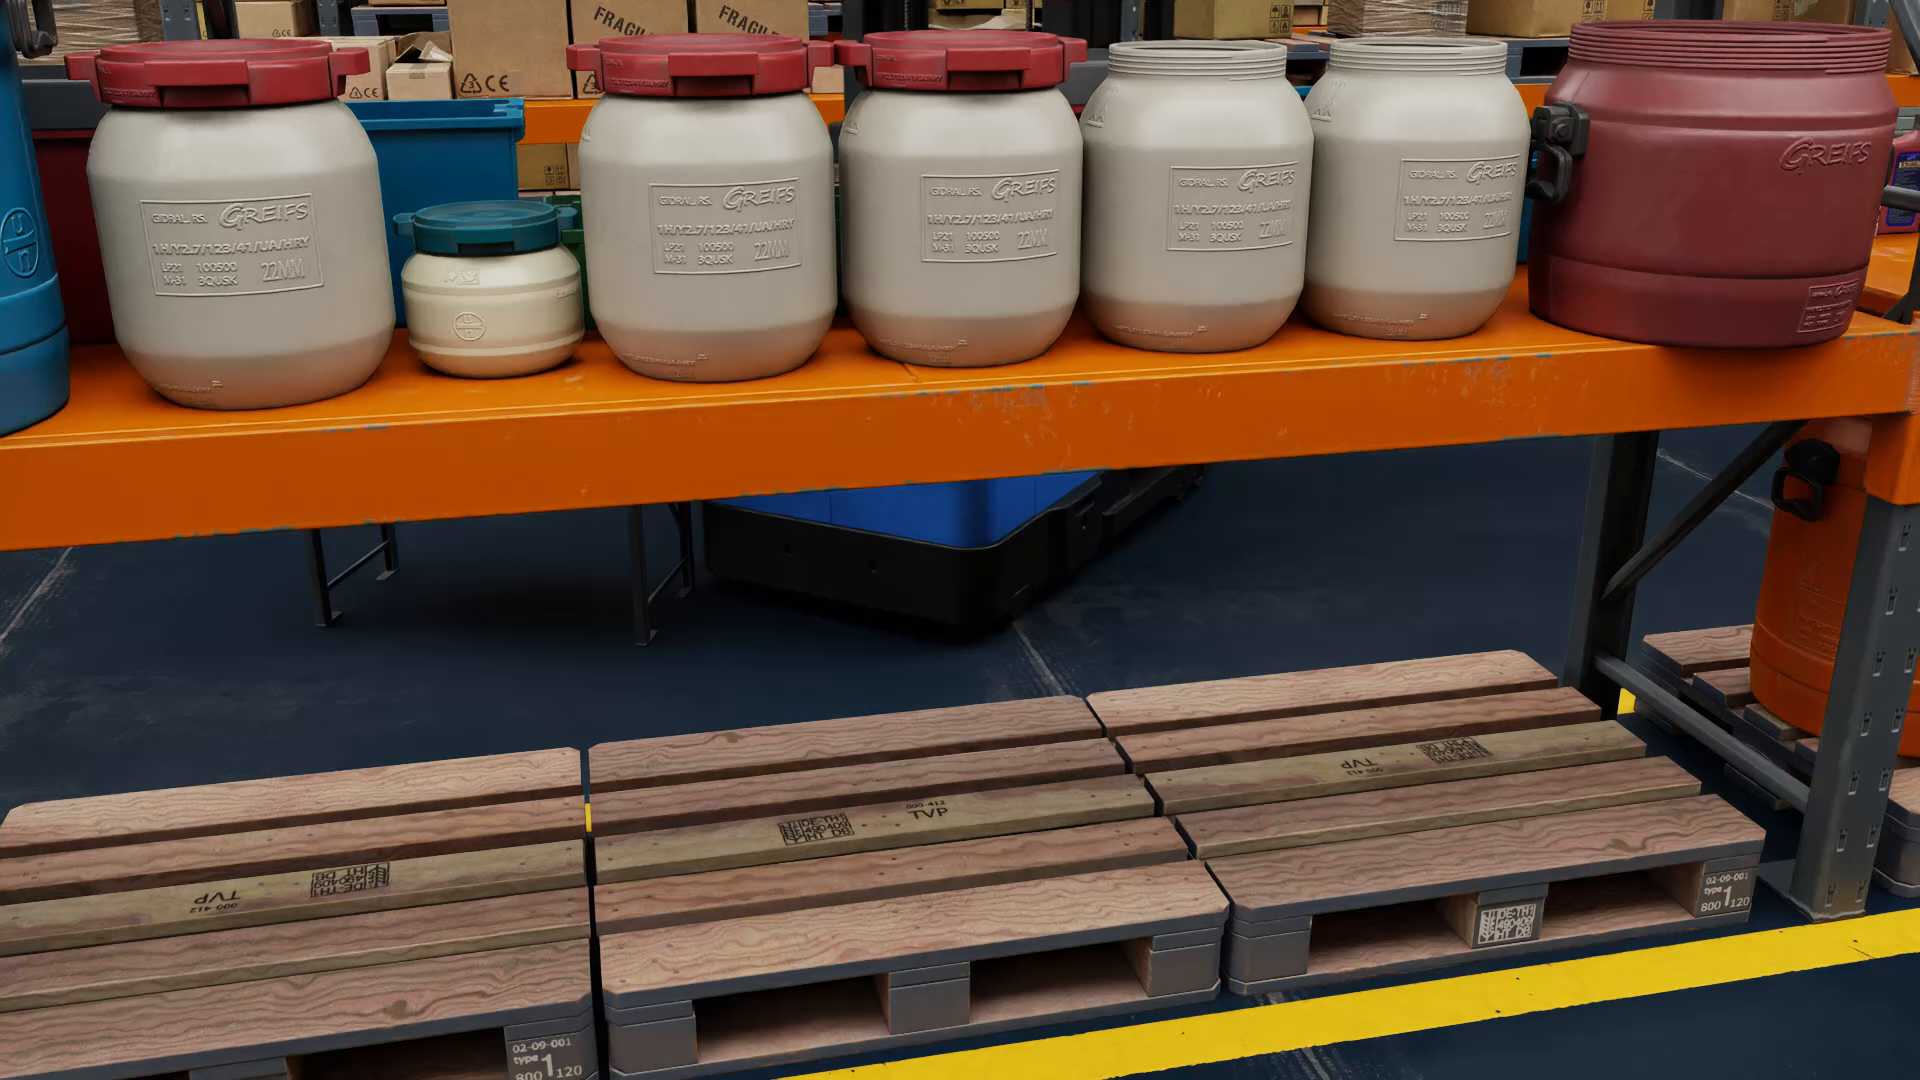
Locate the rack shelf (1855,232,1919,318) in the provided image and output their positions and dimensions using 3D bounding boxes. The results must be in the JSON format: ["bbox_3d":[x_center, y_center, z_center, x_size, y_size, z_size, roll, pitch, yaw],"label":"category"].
[{"bbox_3d":[3.723,-0.577,4.074,4.000,0.370,1.077,-5,21,-12],"label":"rack shelf"}]

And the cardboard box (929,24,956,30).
[{"bbox_3d":[-0.274,-2.367,8.044,0.500,0.311,0.500,-5,21,-13],"label":"cardboard box"}]

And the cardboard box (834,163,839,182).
[{"bbox_3d":[-1.191,-3.031,12.722,0.500,0.500,0.700,-4,21,-12],"label":"cardboard box"}]

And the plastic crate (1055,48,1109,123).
[{"bbox_3d":[0.134,-0.761,3.438,0.583,0.464,0.402,-5,21,-12],"label":"plastic crate"}]

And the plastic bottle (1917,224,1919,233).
[{"bbox_3d":[2.413,-0.859,4.088,0.097,0.201,0.097,0,20,0],"label":"plastic bottle"}]

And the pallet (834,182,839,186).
[{"bbox_3d":[-1.264,-2.702,12.883,1.213,0.211,1.003,-5,21,-12],"label":"pallet"}]

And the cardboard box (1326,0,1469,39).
[{"bbox_3d":[2.162,-2.755,8.218,0.500,0.500,0.700,-1,20,-2],"label":"cardboard box"}]

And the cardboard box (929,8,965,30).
[{"bbox_3d":[-0.129,-3.912,12.470,0.250,0.149,0.380,-5,21,-13],"label":"cardboard box"}]

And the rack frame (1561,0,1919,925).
[{"bbox_3d":[1.777,-0.756,3.518,0.127,3.000,1.000,-5,21,-12],"label":"rack frame"}]

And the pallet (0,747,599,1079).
[{"bbox_3d":[-1.360,0.795,3.339,1.213,0.211,1.003,-5,21,-12],"label":"pallet"}]

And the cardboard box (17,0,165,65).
[{"bbox_3d":[-3.682,-2.108,7.062,0.500,0.500,0.700,-5,21,-14],"label":"cardboard box"}]

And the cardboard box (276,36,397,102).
[{"bbox_3d":[-2.783,-2.081,7.353,0.500,0.250,0.500,-3,20,-9],"label":"cardboard box"}]

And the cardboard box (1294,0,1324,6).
[{"bbox_3d":[2.504,-4.420,12.914,0.500,0.500,0.500,-4,21,-12],"label":"cardboard box"}]

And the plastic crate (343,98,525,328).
[{"bbox_3d":[-1.114,-0.624,3.179,0.575,0.384,0.392,-5,21,-12],"label":"plastic crate"}]

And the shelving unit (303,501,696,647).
[{"bbox_3d":[-1.415,-0.496,4.989,1.048,1.500,0.538,3,20,8],"label":"shelving unit"}]

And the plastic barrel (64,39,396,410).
[{"bbox_3d":[-1.134,-0.506,2.637,0.433,0.535,0.433,0,20,0],"label":"plastic barrel"}]

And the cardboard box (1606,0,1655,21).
[{"bbox_3d":[3.366,-2.937,8.716,0.500,0.500,0.700,-1,20,-4],"label":"cardboard box"}]

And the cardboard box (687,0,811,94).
[{"bbox_3d":[-0.988,-2.323,7.651,0.500,0.500,0.500,-6,21,-15],"label":"cardboard box"}]

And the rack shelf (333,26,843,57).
[{"bbox_3d":[-2.449,-3.576,12.263,4.000,0.370,1.077,-5,21,-12],"label":"rack shelf"}]

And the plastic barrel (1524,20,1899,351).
[{"bbox_3d":[1.395,-0.682,3.118,0.708,0.536,0.600,-5,21,-12],"label":"plastic barrel"}]

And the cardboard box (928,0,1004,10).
[{"bbox_3d":[0.029,-4.221,12.370,0.500,0.500,0.500,-4,21,-11],"label":"cardboard box"}]

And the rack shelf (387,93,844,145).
[{"bbox_3d":[-1.306,-1.918,7.737,4.000,0.370,1.077,-5,21,-12],"label":"rack shelf"}]

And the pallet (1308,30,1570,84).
[{"bbox_3d":[2.532,-2.480,8.503,1.213,0.211,1.003,-5,21,-12],"label":"pallet"}]

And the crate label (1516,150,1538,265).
[{"bbox_3d":[1.281,-0.770,3.798,0.416,0.233,0.303,-5,21,-12],"label":"crate label"}]

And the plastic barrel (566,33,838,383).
[{"bbox_3d":[-0.420,-0.564,2.795,0.433,0.535,0.433,0,20,0],"label":"plastic barrel"}]

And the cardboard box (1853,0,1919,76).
[{"bbox_3d":[5.092,-2.727,8.753,0.500,0.500,0.500,-4,21,-11],"label":"cardboard box"}]

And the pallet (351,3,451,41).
[{"bbox_3d":[-3.618,-3.678,11.772,1.213,0.211,1.003,-5,21,-12],"label":"pallet"}]

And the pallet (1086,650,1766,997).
[{"bbox_3d":[1.014,0.601,3.866,1.213,0.211,1.003,-5,21,-12],"label":"pallet"}]

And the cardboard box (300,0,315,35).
[{"bbox_3d":[-4.902,-3.729,11.823,0.500,0.250,0.500,-4,21,-12],"label":"cardboard box"}]

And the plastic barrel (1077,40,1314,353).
[{"bbox_3d":[0.415,-0.622,2.990,0.421,0.512,0.421,0,20,0],"label":"plastic barrel"}]

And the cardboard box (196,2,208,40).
[{"bbox_3d":[-5.273,-3.519,11.250,0.500,0.250,0.500,-5,21,-12],"label":"cardboard box"}]

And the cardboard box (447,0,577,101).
[{"bbox_3d":[-1.988,-2.242,7.429,0.500,0.500,0.500,-3,20,-9],"label":"cardboard box"}]

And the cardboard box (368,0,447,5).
[{"bbox_3d":[-3.892,-4.038,11.693,0.500,0.500,0.700,-5,21,-12],"label":"cardboard box"}]

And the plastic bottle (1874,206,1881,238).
[{"bbox_3d":[2.189,-0.841,4.038,0.097,0.201,0.097,0,20,0],"label":"plastic bottle"}]

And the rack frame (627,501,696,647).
[{"bbox_3d":[-0.911,-0.471,4.920,0.032,1.500,0.500,3,20,8],"label":"rack frame"}]

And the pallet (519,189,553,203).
[{"bbox_3d":[-3.638,-2.509,12.356,1.213,0.211,1.003,-5,21,-12],"label":"pallet"}]

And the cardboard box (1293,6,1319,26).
[{"bbox_3d":[2.624,-4.126,13.052,0.250,0.149,0.380,-4,20,-11],"label":"cardboard box"}]

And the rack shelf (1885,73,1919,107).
[{"bbox_3d":[6.480,-2.552,9.465,4.000,0.370,1.077,-5,21,-12],"label":"rack shelf"}]

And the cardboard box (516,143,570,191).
[{"bbox_3d":[-3.192,-2.910,12.393,0.500,0.500,0.700,-5,21,-14],"label":"cardboard box"}]

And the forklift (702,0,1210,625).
[{"bbox_3d":[0.310,-1.588,5.888,1.130,2.935,3.031,10,22,26],"label":"forklift"}]

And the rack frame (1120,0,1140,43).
[{"bbox_3d":[0.641,-2.415,8.045,0.127,3.000,1.000,-5,21,-12],"label":"rack frame"}]

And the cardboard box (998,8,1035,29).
[{"bbox_3d":[0.396,-3.922,12.497,0.250,0.149,0.380,-4,20,-11],"label":"cardboard box"}]

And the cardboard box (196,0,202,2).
[{"bbox_3d":[-5.269,-3.865,11.102,0.500,0.500,0.500,-5,21,-13],"label":"cardboard box"}]
